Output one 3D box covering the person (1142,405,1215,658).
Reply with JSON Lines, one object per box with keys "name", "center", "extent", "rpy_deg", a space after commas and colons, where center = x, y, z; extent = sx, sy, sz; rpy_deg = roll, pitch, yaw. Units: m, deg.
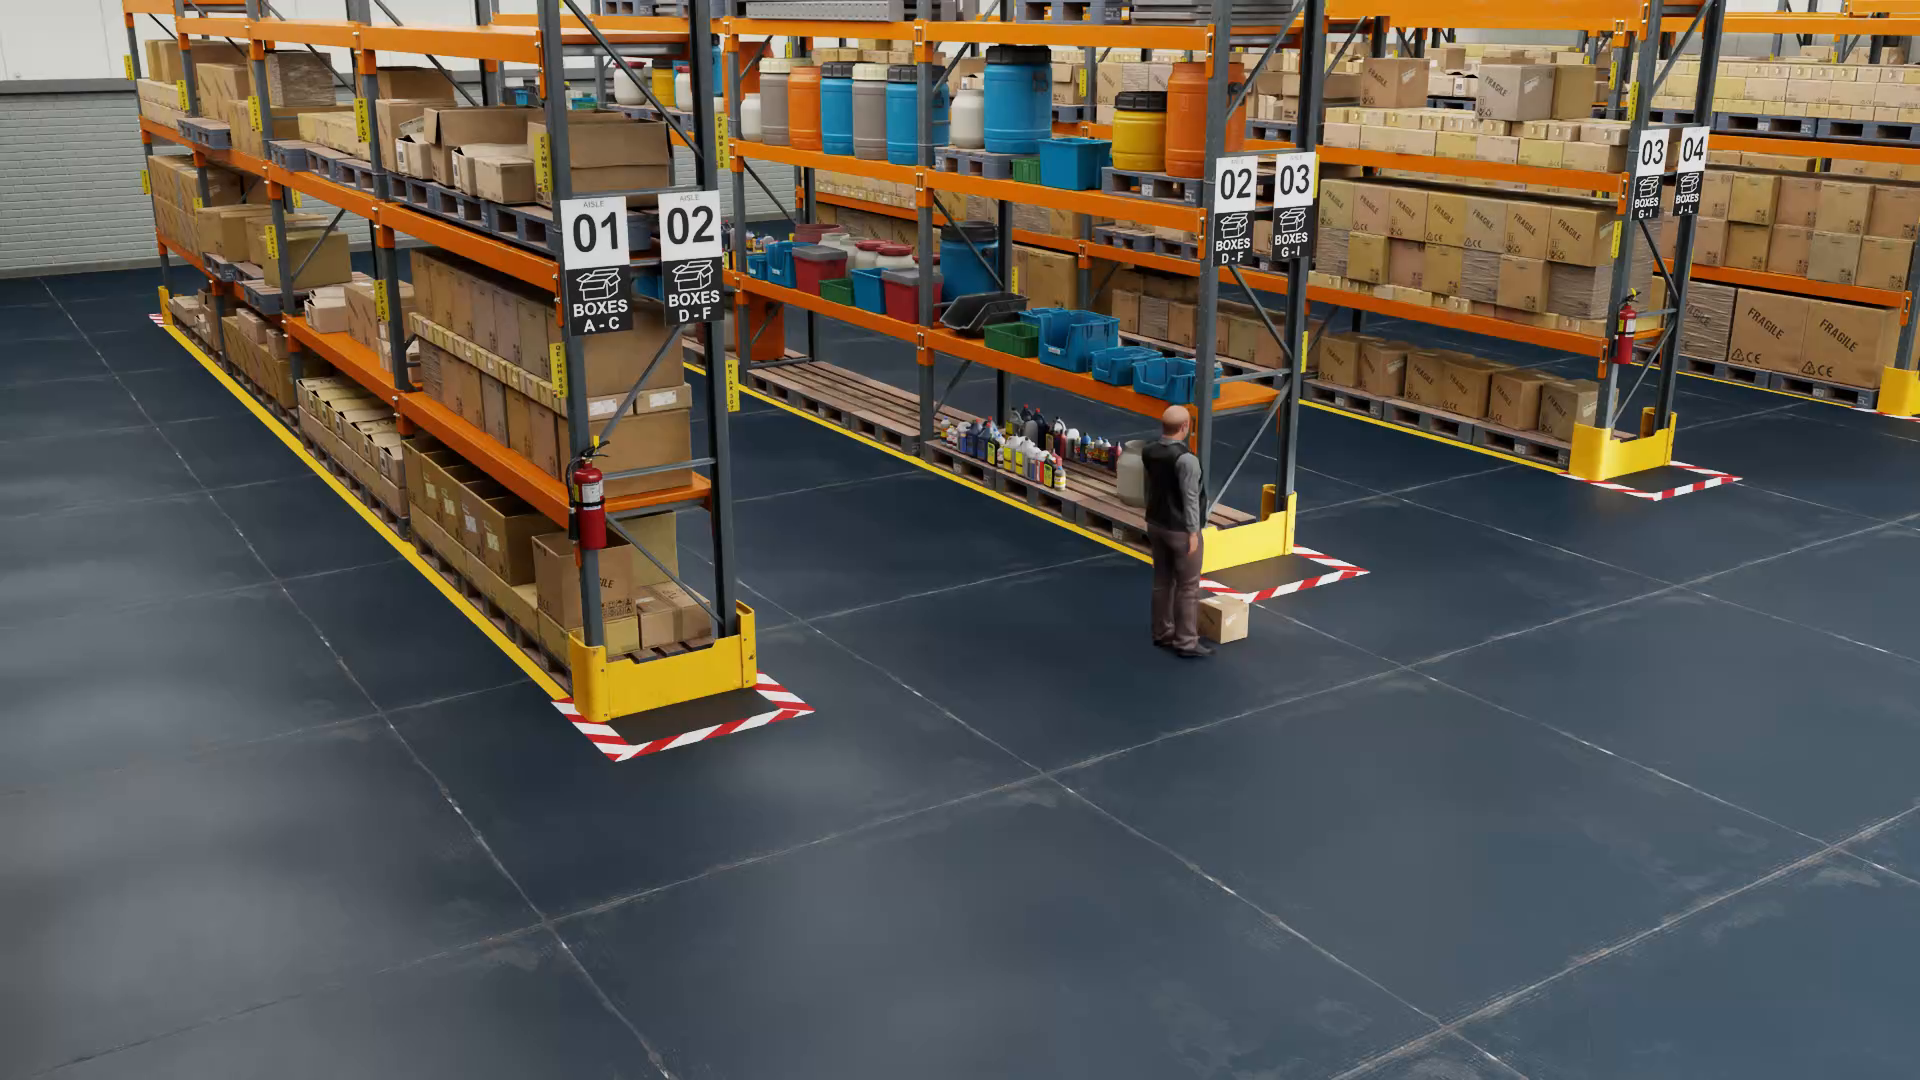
{"name": "person", "center": [1.474, -0.020, 11.327], "extent": [0.406, 1.634, 0.536], "rpy_deg": [-11, 21, -32]}
